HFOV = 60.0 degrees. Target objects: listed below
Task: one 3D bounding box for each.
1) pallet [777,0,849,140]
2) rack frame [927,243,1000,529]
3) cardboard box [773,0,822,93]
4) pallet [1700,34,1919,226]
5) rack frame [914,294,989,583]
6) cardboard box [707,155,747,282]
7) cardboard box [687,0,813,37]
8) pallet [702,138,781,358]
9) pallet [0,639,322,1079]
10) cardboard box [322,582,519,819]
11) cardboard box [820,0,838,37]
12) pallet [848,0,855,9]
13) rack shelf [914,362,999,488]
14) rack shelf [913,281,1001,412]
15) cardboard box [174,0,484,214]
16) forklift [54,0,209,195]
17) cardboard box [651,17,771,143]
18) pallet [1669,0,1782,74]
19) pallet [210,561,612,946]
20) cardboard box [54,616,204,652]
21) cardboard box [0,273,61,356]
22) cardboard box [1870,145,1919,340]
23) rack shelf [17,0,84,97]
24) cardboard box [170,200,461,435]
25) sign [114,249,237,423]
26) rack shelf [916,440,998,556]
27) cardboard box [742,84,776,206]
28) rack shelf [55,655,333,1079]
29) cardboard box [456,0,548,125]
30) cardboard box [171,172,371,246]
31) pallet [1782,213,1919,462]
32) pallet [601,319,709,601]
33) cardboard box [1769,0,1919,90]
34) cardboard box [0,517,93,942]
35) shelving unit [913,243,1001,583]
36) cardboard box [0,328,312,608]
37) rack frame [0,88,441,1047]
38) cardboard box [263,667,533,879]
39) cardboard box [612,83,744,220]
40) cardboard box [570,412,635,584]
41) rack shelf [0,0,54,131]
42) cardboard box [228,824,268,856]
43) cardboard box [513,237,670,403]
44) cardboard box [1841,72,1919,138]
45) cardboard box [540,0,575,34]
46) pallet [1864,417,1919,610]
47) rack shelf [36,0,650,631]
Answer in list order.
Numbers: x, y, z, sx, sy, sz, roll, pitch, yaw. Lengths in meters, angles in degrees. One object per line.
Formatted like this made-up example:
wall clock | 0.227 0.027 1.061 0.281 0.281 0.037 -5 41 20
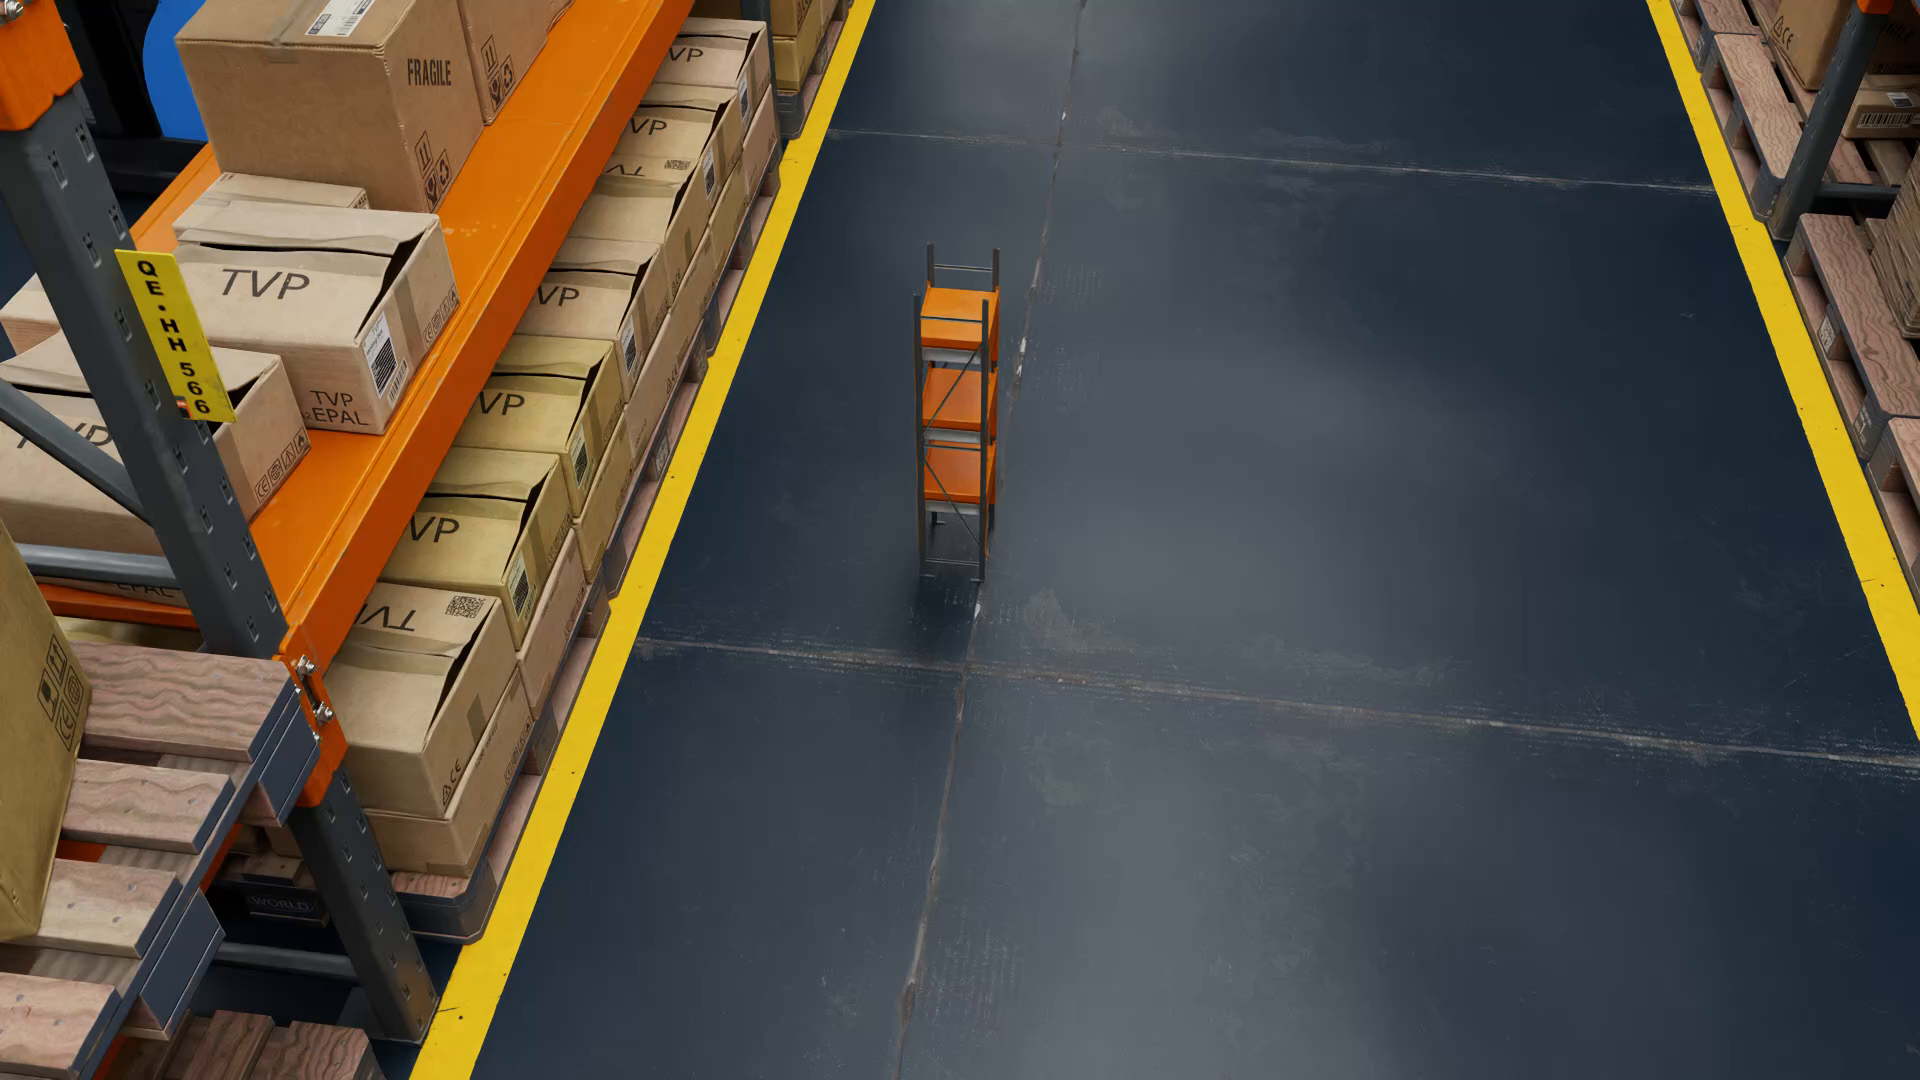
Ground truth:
pallet | -1.096 -2.218 7.439 1.003 0.211 1.213 5 44 6
rack frame | 0.009 -0.428 4.938 0.200 1.050 0.008 5 44 6
cardboard box | -0.881 -2.135 7.018 0.500 0.250 0.500 5 44 6
pallet | 3.721 -1.693 6.885 1.003 0.211 1.213 5 44 6
rack frame | -0.023 -0.262 4.763 0.200 1.050 0.008 5 44 6
cardboard box | -1.079 -1.193 6.023 0.500 0.250 0.500 5 44 5
cardboard box | -0.871 -2.406 6.759 0.500 0.500 0.500 5 44 6
pallet | -1.302 -1.174 6.337 1.003 0.211 1.213 5 44 6
pallet | -1.792 0.572 2.604 1.213 0.211 1.003 5 44 6
cardboard box | -1.412 0.346 3.990 0.500 0.311 0.500 7 44 7
cardboard box | -0.810 -2.475 7.377 0.500 0.250 0.500 5 44 6
pallet | -0.938 -3.052 8.320 1.003 0.211 1.213 5 44 6
rack shelf | -0.007 -0.337 4.858 0.215 0.259 0.240 5 44 6
rack shelf | -0.007 -0.543 4.663 0.215 0.259 0.240 5 44 6
cardboard box | -1.566 -1.148 4.208 0.500 0.500 0.500 3 44 3
forklift | -3.432 -2.805 6.081 3.031 2.935 1.130 8 44 8
cardboard box | -1.012 -1.748 6.201 0.500 0.311 0.500 5 44 6
pallet | 3.880 -2.527 7.765 1.003 0.211 1.213 5 44 6
pallet | -1.624 0.489 4.580 1.003 0.211 1.213 5 44 6
cardboard box | -1.947 0.297 4.042 0.500 0.311 0.500 6 44 7
cardboard box | -1.927 -0.513 3.793 0.380 0.149 0.250 5 44 6
cardboard box | 3.587 -0.994 5.616 0.700 0.500 0.500 7 44 7
rack shelf | -1.508 -2.157 3.688 1.077 0.370 4.000 5 44 6
cardboard box | -1.462 -0.526 3.689 0.500 0.311 0.500 5 44 5
sign | -1.233 -0.315 2.617 0.100 0.325 0.005 5 44 6
rack shelf | -0.007 -0.135 5.049 0.215 0.259 0.240 5 44 6
cardboard box | -1.011 -1.538 6.387 0.500 0.250 0.500 5 44 5
rack shelf | -2.036 1.658 1.841 1.077 0.370 4.000 5 44 6
cardboard box | -1.497 -1.506 4.587 0.500 0.500 0.500 5 44 6
cardboard box | -1.659 -0.749 4.042 0.380 0.149 0.250 8 44 9
pallet | 3.566 -0.701 5.837 1.003 0.211 1.213 5 44 6
pallet | -1.461 -0.340 5.456 1.003 0.211 1.213 5 44 6
cardboard box | 3.765 -2.208 6.898 0.500 0.500 0.500 2 43 2
cardboard box | -1.743 0.284 2.390 0.700 0.500 0.500 -8 44 -9
shelving unit | -0.007 -0.345 4.851 0.215 1.050 0.252 5 44 6
cardboard box | -1.681 -0.178 3.321 0.500 0.311 0.500 8 44 8
rack frame | -1.772 0.034 3.033 1.000 3.000 0.127 5 44 6
cardboard box | -1.412 0.549 4.183 0.500 0.250 0.500 5 44 5
cardboard box | -1.075 -1.393 5.826 0.500 0.311 0.500 6 44 7
cardboard box | -1.283 -0.148 4.919 0.500 0.250 0.500 4 44 4
rack shelf | -2.036 0.569 0.809 1.077 0.370 4.000 5 44 6
cardboard box | -1.944 0.499 4.236 0.500 0.250 0.500 6 44 7
cardboard box | -1.213 -0.711 5.106 0.500 0.311 0.500 5 44 5
cardboard box | 3.709 -1.743 6.650 0.380 0.166 0.250 0 43 0
cardboard box | -1.430 -1.848 4.947 0.500 0.500 0.500 8 44 9
pallet | 3.407 0.132 4.957 1.003 0.211 1.213 5 44 6
rack shelf | -1.508 -1.139 4.652 0.919 0.124 3.809 5 44 6
